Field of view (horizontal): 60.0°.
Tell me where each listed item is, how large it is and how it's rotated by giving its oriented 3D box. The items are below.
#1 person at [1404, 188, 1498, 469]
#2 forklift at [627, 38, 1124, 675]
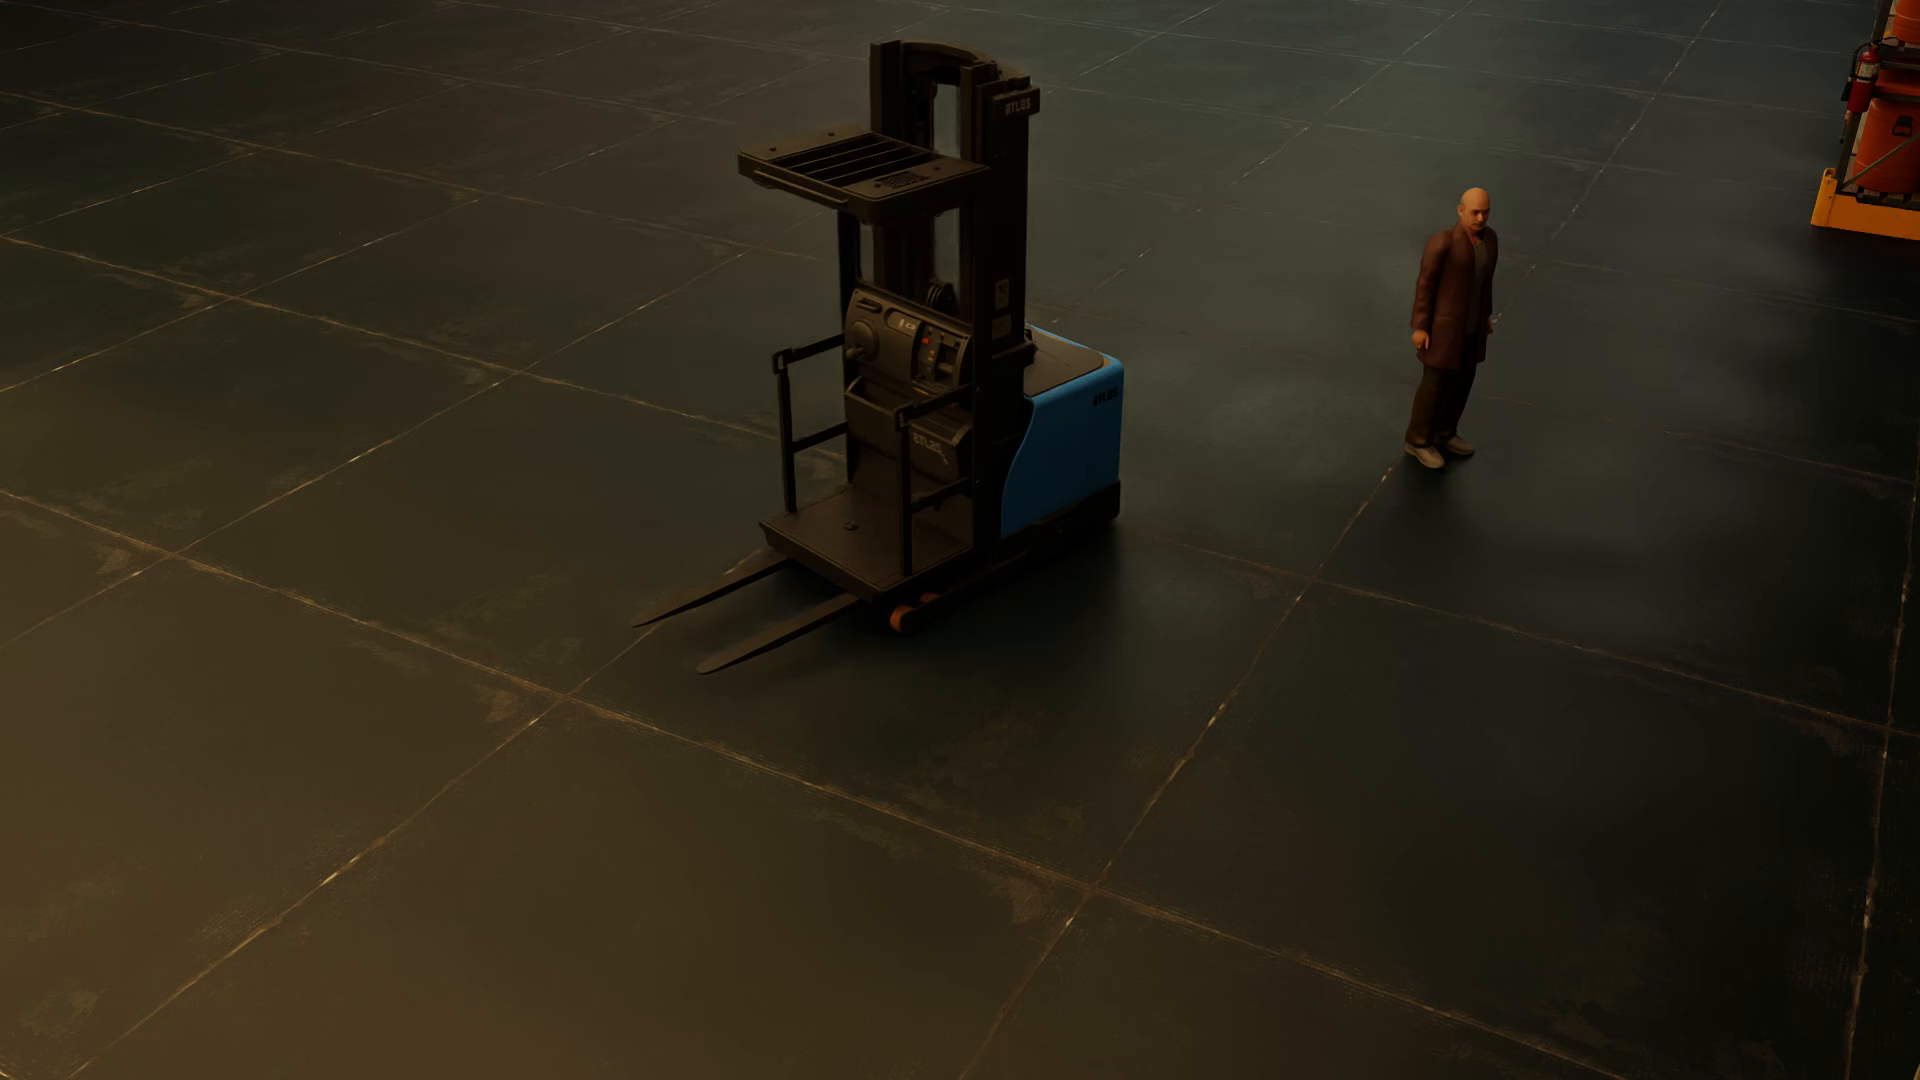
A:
[{"bbox_3d":[3.172,-1.347,10.561,0.643,1.777,0.421,-16,34,-26],"label":"person"},{"bbox_3d":[-0.442,-1.043,8.879,3.031,2.935,1.130,-26,39,-37],"label":"forklift"}]
